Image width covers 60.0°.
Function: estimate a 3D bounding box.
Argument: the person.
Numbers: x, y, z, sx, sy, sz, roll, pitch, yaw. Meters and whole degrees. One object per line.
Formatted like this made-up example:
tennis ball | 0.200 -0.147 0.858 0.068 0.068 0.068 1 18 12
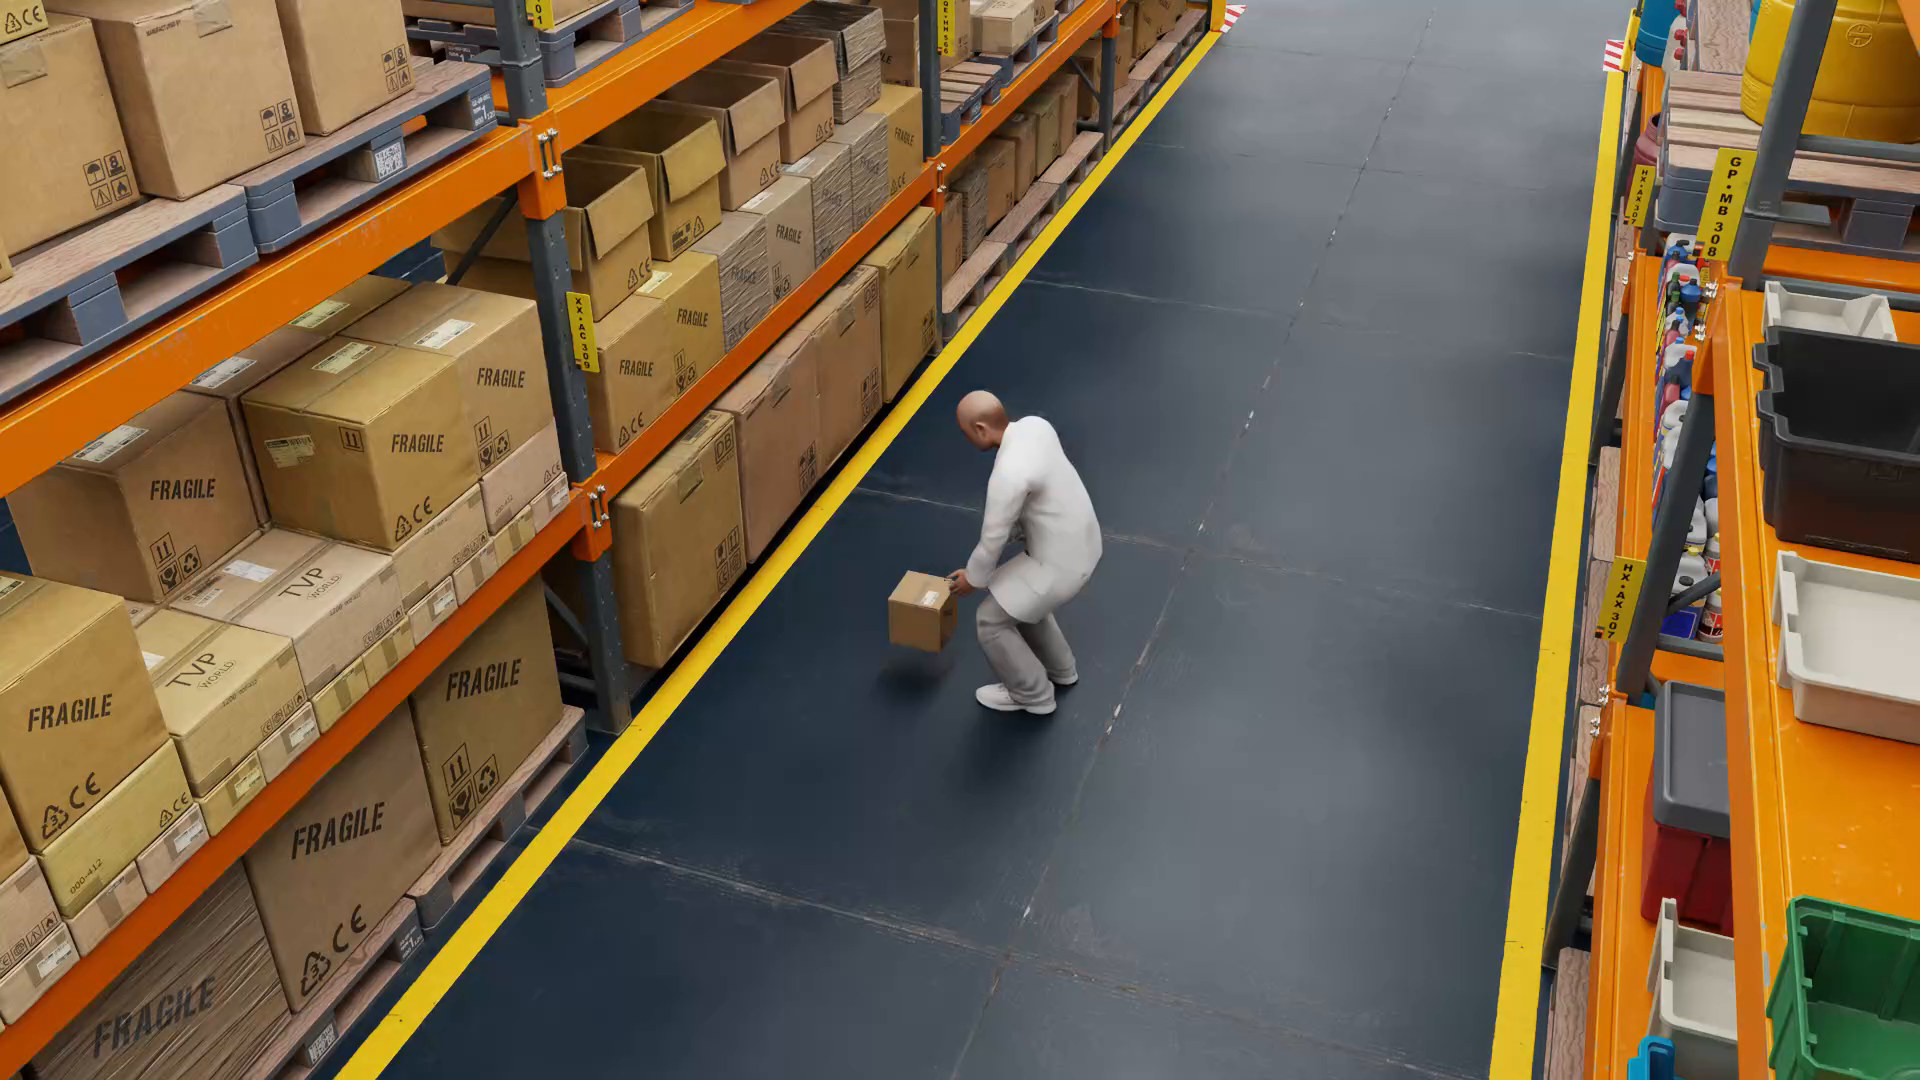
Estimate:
person | 0.290 0.066 7.278 0.635 1.538 0.628 11 34 17
